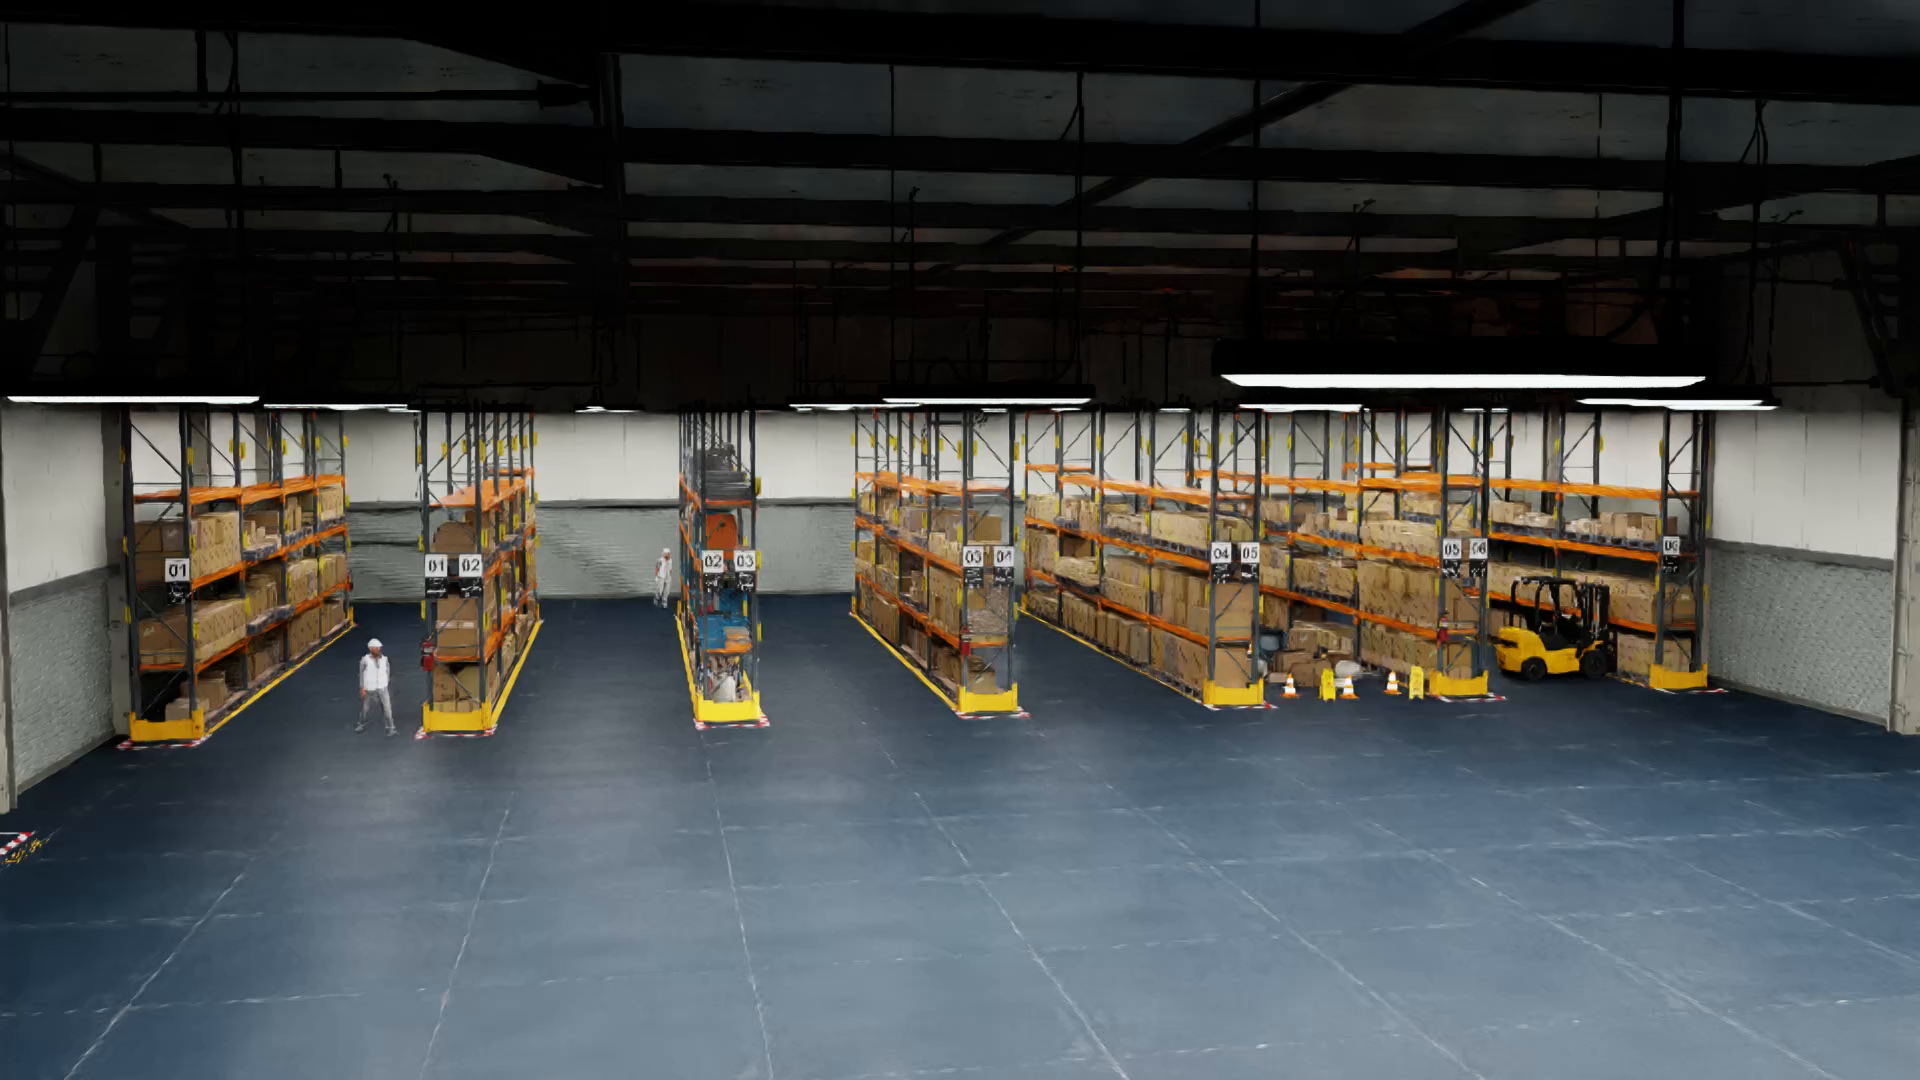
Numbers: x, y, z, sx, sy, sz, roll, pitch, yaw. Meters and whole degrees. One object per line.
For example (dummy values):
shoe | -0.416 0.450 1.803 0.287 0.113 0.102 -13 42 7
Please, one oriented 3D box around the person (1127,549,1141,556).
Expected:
person | 5.658 0.847 53.710 0.522 1.662 0.548 2 5 25

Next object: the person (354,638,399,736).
person | -10.439 2.616 29.641 0.595 1.744 0.924 -3 5 -35

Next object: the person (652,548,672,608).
person | -8.814 1.125 49.264 0.577 1.777 0.589 4 6 44

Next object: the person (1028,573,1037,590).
person | 2.276 0.846 53.477 0.368 1.666 0.557 -4 6 -42

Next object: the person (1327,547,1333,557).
person | 11.562 0.976 52.164 0.688 1.633 0.518 -3 5 -38
